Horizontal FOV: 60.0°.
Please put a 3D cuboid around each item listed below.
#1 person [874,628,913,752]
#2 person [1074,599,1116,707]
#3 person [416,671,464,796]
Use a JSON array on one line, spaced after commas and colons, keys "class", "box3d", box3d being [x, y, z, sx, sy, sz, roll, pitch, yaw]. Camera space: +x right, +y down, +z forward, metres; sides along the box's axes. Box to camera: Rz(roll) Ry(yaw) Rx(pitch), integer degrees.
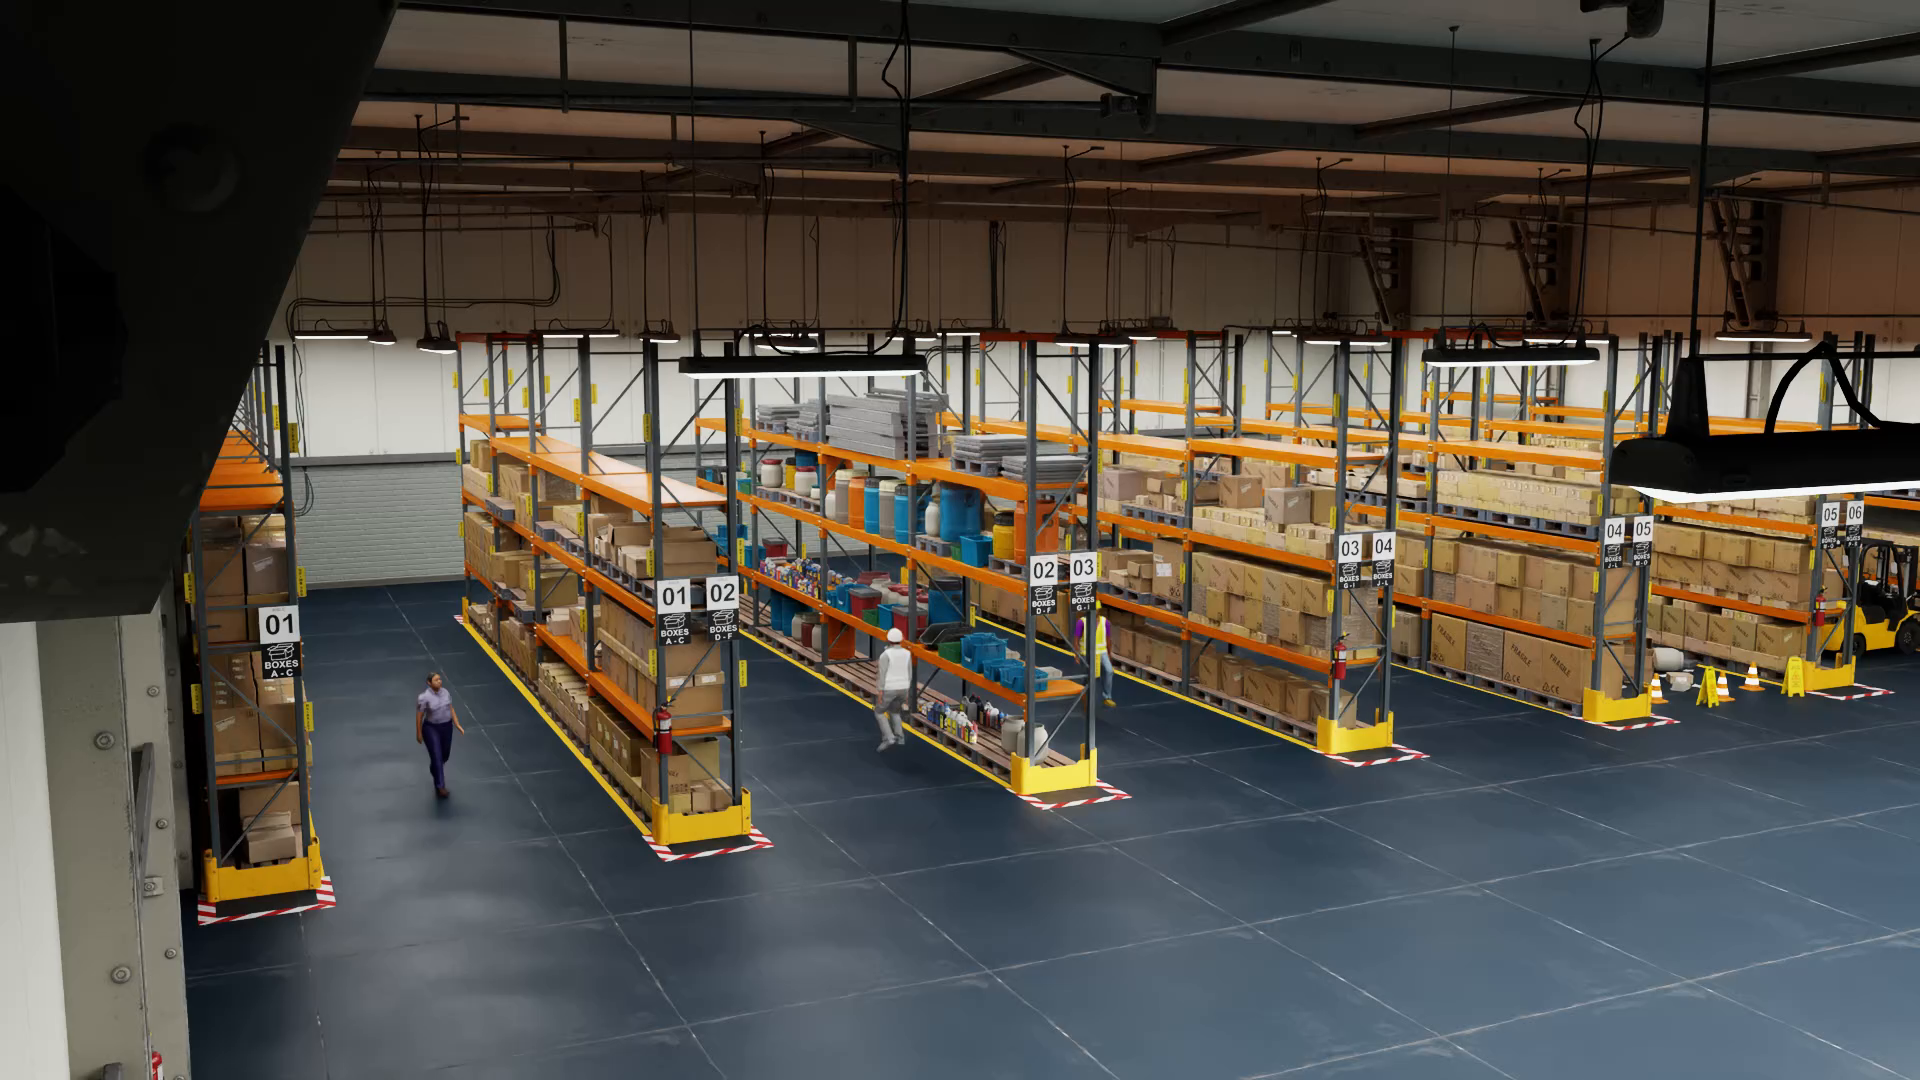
[{"class": "person", "box3d": [-0.931, 2.115, 23.563, 0.569, 1.763, 0.470, -4, 9, -27]}, {"class": "person", "box3d": [2.111, 1.745, 26.069, 0.652, 1.604, 1.008, -1, 8, -8]}, {"class": "person", "box3d": [-6.983, 2.538, 22.239, 0.572, 1.582, 0.993, -6, 10, -39]}]
